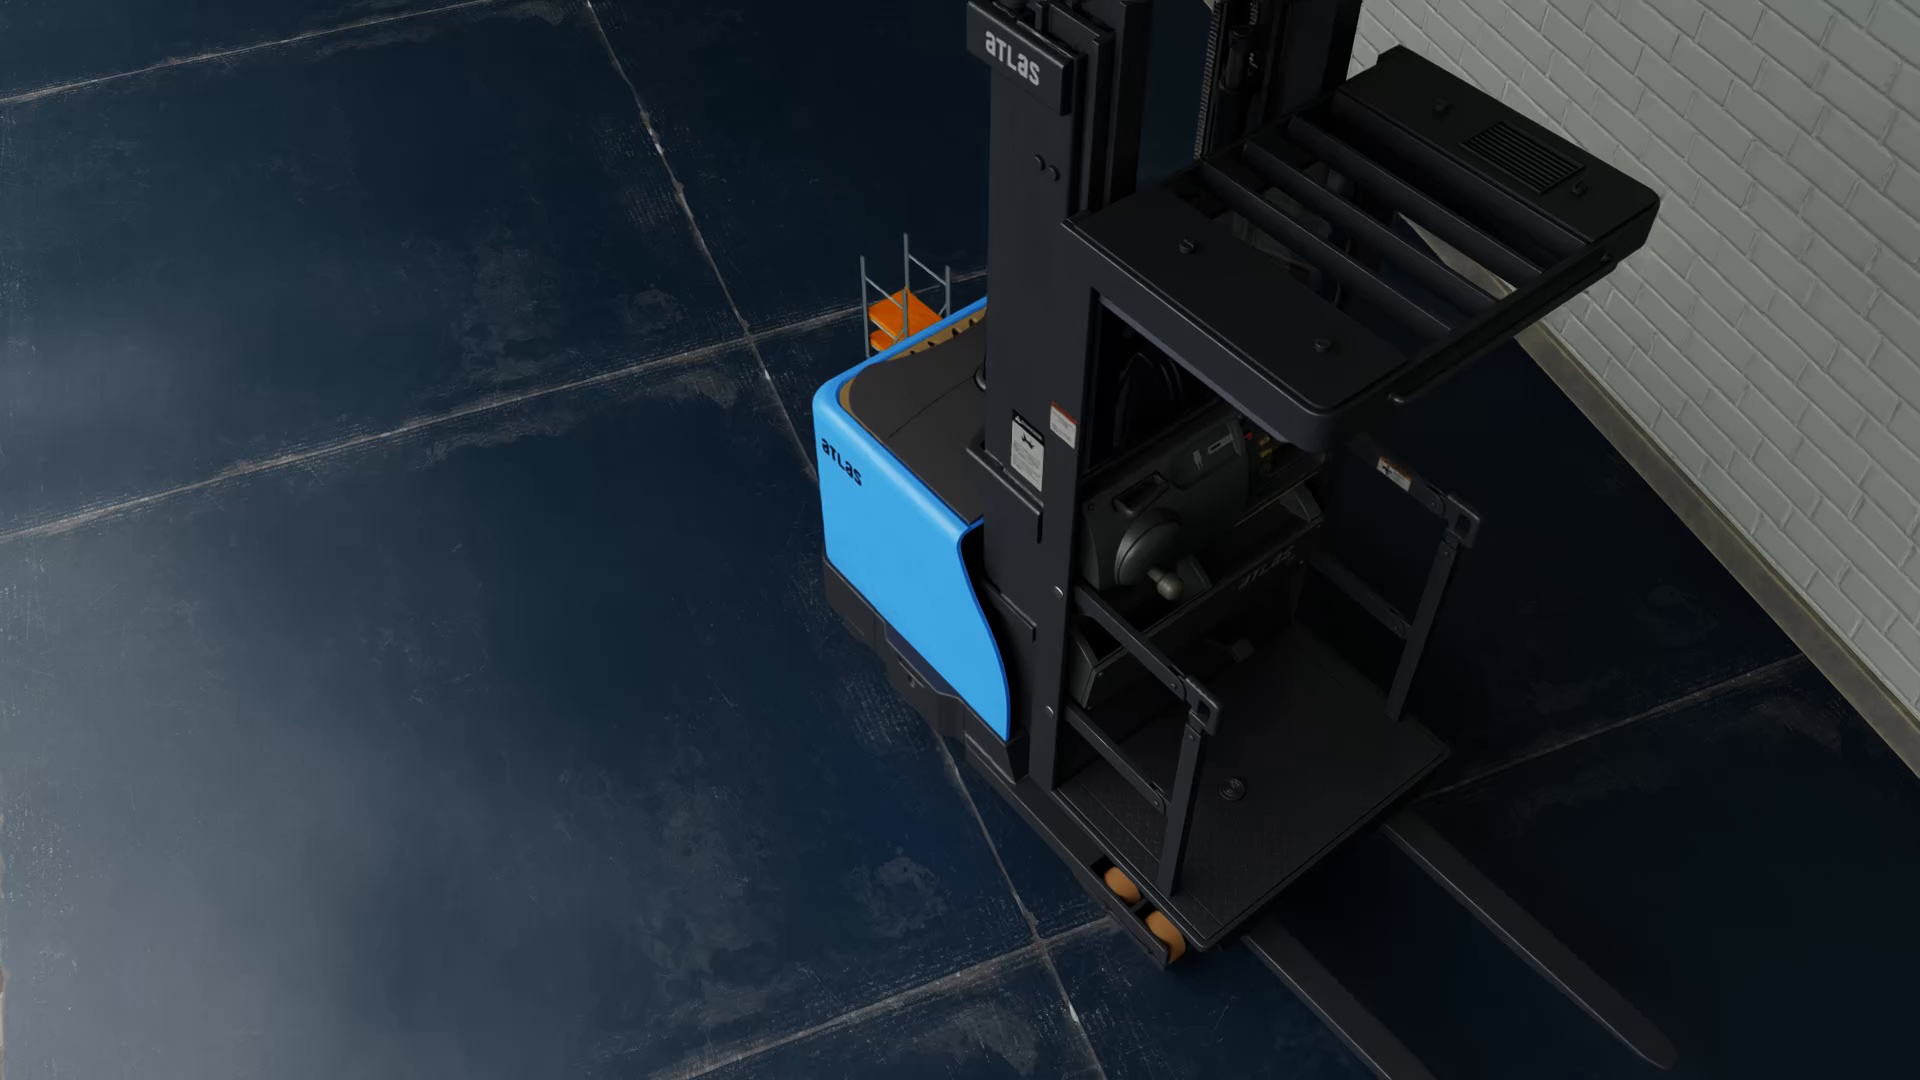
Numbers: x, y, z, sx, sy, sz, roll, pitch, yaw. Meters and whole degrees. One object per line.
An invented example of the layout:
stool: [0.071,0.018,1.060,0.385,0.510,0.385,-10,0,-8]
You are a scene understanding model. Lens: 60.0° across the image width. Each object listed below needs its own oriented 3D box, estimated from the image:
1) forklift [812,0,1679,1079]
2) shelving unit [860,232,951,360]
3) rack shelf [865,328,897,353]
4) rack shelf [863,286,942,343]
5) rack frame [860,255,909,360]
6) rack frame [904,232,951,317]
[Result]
forklift: [0.828,-0.085,4.391,1.130,2.935,3.031,-31,56,-24]
shelving unit: [-0.179,-0.521,5.907,0.189,1.200,0.258,-33,57,-25]
rack shelf: [-0.179,-0.649,5.758,0.180,0.103,0.258,-33,57,-25]
rack shelf: [-0.179,-0.727,5.667,0.180,0.103,0.258,-33,57,-25]
rack frame: [-0.249,-0.477,5.868,0.006,1.200,0.240,-33,57,-25]
rack frame: [-0.109,-0.566,5.945,0.006,1.200,0.240,-33,57,-25]
